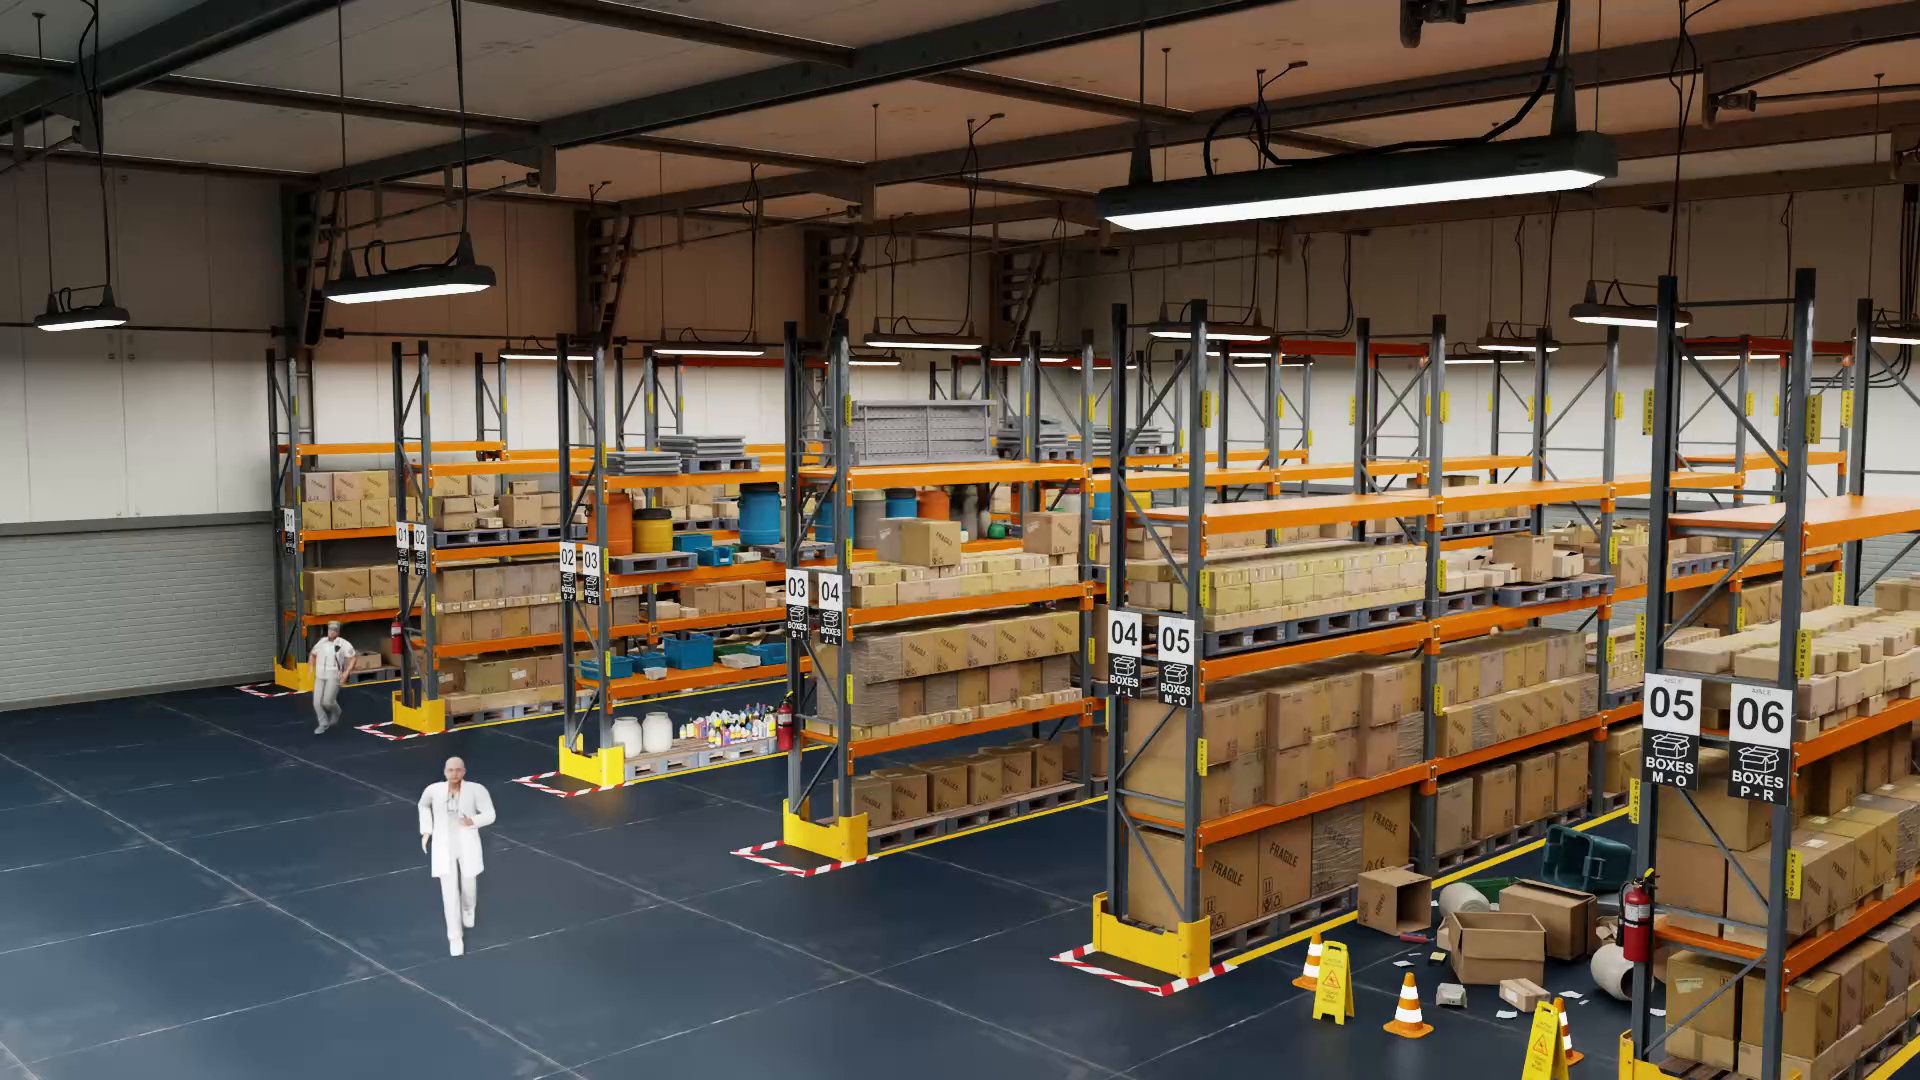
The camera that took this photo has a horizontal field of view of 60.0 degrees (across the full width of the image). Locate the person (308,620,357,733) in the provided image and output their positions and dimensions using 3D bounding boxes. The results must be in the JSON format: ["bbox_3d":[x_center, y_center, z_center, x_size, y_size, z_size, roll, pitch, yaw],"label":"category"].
[{"bbox_3d":[-9.684,2.096,25.619,0.728,1.734,0.548,0,5,4],"label":"person"}]

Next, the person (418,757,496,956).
[{"bbox_3d":[-4.718,2.898,15.614,0.704,1.762,1.048,-1,5,-15],"label":"person"}]

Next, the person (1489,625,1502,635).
[{"bbox_3d":[8.207,2.108,25.688,0.538,1.642,0.659,4,6,35],"label":"person"}]

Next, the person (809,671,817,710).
[{"bbox_3d":[-2.208,1.988,27.358,0.592,1.624,0.557,4,7,40],"label":"person"}]
